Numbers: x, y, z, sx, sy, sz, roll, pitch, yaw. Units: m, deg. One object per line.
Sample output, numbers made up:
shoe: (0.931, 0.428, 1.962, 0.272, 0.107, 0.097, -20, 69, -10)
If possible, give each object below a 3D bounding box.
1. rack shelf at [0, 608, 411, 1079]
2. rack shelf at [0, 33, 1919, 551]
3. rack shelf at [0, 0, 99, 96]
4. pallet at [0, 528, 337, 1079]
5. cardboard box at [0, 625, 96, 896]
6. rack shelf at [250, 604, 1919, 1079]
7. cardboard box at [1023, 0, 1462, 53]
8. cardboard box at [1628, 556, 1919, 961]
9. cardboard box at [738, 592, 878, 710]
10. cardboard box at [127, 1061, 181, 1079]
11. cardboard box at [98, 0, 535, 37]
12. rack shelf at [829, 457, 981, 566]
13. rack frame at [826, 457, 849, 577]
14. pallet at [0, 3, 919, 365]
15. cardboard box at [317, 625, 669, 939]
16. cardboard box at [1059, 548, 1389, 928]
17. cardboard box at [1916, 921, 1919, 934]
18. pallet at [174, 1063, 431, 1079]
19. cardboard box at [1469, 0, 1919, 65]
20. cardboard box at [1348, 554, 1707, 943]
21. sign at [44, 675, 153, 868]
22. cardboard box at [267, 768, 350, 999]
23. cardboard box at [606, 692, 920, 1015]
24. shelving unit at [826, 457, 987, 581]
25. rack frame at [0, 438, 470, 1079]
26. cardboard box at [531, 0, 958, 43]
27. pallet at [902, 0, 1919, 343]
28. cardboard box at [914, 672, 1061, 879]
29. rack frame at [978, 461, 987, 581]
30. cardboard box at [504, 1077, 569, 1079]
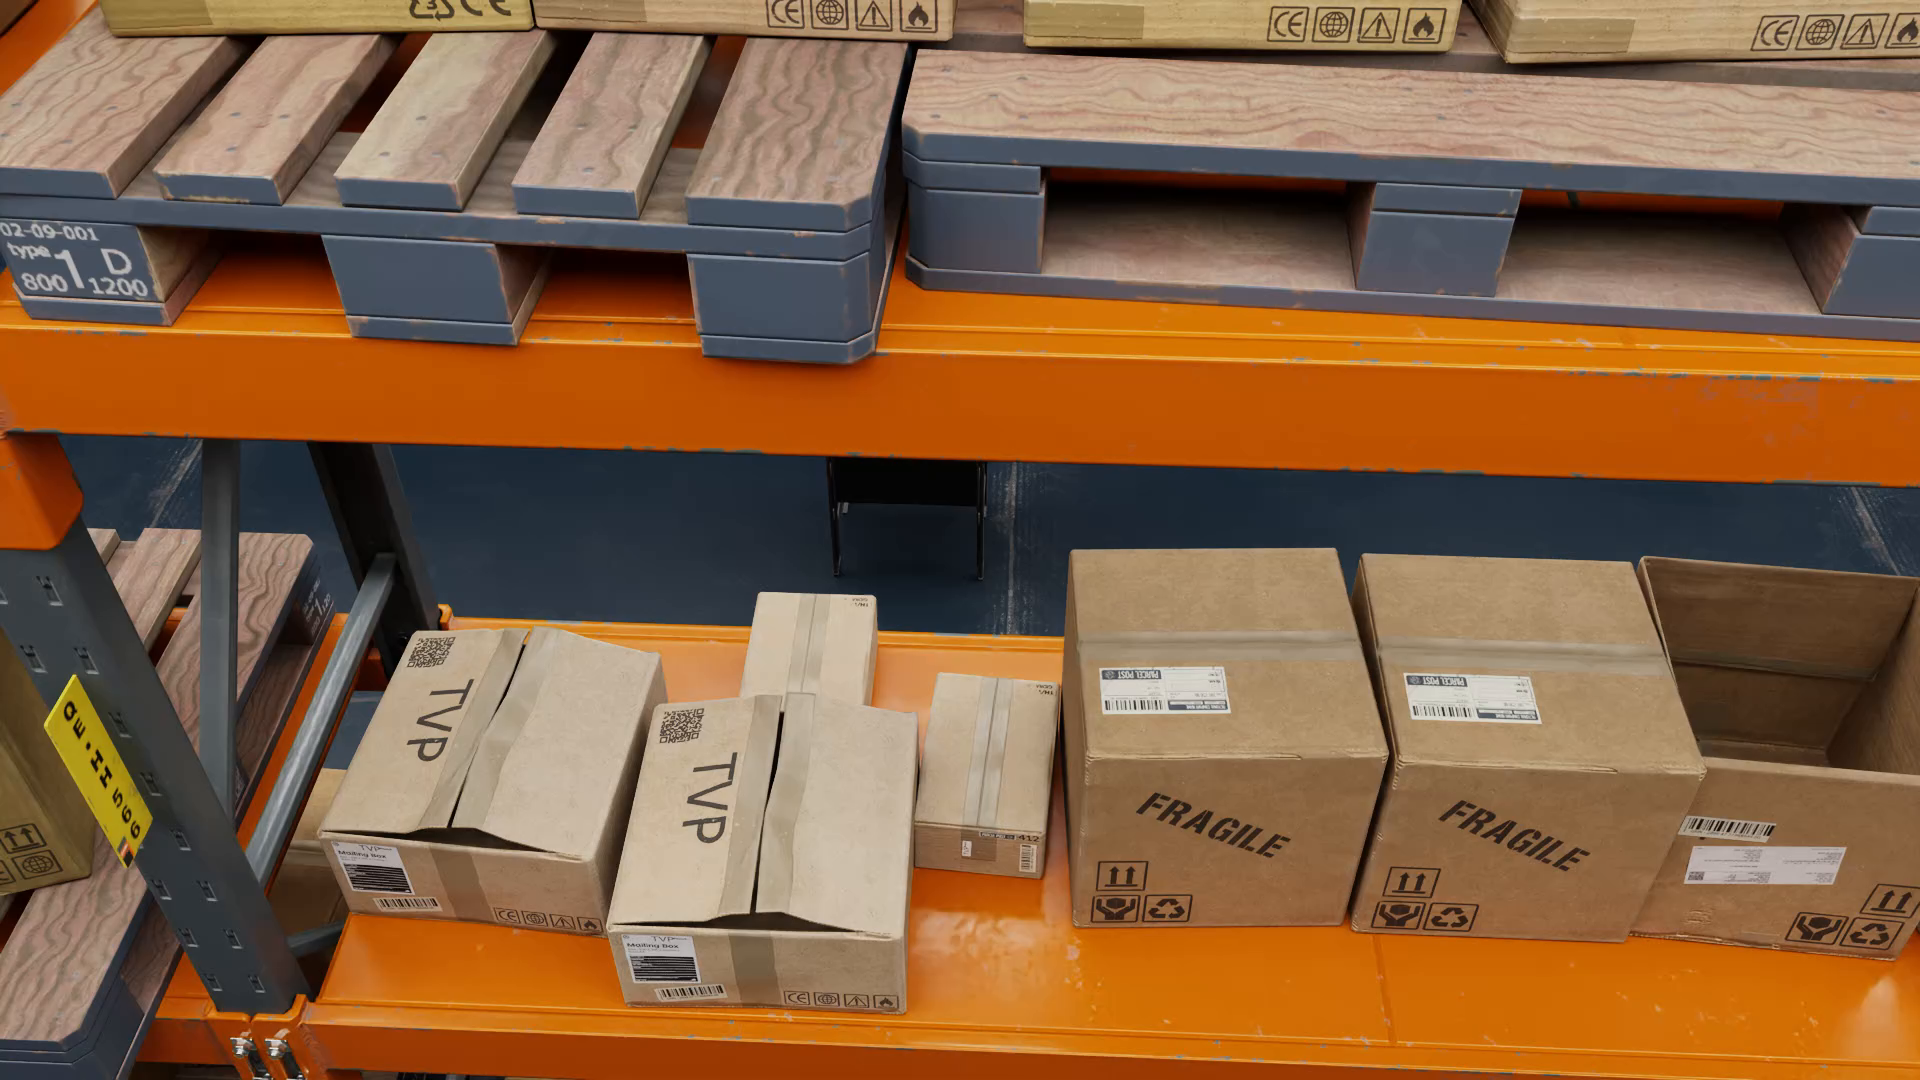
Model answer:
rack shelf: (-3.219, 0.563, 3.473, 4.000, 0.370, 1.077, 2, 43, 2)
rack shelf: (0.777, -0.412, 2.319, 4.000, 0.370, 1.077, 2, 43, 2)
rack shelf: (-3.219, -0.535, 2.450, 4.000, 0.370, 1.077, 2, 43, 2)
pallet: (-1.901, 0.458, 3.198, 1.003, 0.211, 1.213, 2, 43, 2)
cardboard box: (-1.855, 0.228, 2.923, 0.500, 0.500, 0.700, -12, 44, -12)
rack shelf: (0.777, 0.686, 3.341, 4.000, 0.370, 1.077, 2, 43, 2)
cardboard box: (0.330, -0.831, 2.042, 0.500, 0.250, 0.500, 1, 43, 1)
cardboard box: (1.482, 0.397, 3.050, 0.500, 0.500, 0.500, 5, 43, 5)
cardboard box: (-0.310, 0.293, 3.420, 0.250, 0.149, 0.380, 2, 43, 2)
cardboard box: (-2.166, 1.246, 3.723, 0.500, 0.500, 0.500, 3, 43, 4)
cardboard box: (-0.765, -0.860, 2.073, 0.500, 0.250, 0.500, -1, 43, -1)
rack shelf: (-0.165, -0.251, 5.526, 0.480, 0.518, 0.431, 2, 43, 2)
rack frame: (-0.409, -0.781, 5.048, 0.015, 2.100, 0.400, 2, 43, 2)
pallet: (-0.539, -0.707, 2.247, 1.003, 0.211, 1.213, 4, 43, 4)
cardboard box: (-0.860, 0.435, 3.148, 0.500, 0.311, 0.500, 4, 43, 5)
cardboard box: (0.456, 0.365, 3.084, 0.500, 0.500, 0.500, 0, 43, 0)
cardboard box: (1.888, 0.631, 2.970, 0.258, 0.266, 0.396, 1, 43, 1)
pallet: (-1.965, 1.333, 4.164, 1.213, 0.211, 1.003, 2, 43, 2)
cardboard box: (0.868, -0.813, 2.023, 0.500, 0.250, 0.500, -2, 43, -2)
cardboard box: (0.982, 0.381, 3.067, 0.500, 0.500, 0.500, 2, 43, 2)
sign: (-1.236, 0.336, 2.397, 0.005, 0.325, 0.100, 2, 43, 2)
cardboard box: (-1.663, 0.906, 4.088, 0.500, 0.500, 0.500, 3, 43, 4)
cardboard box: (-0.336, 0.553, 3.021, 0.500, 0.311, 0.500, 1, 43, 1)
shelving unit: (-0.165, -0.773, 5.040, 0.503, 2.100, 0.431, 2, 43, 2)
rack frame: (-1.221, 0.361, 3.162, 0.127, 3.000, 1.000, 2, 43, 2)
cardboard box: (-0.241, -0.856, 2.069, 0.500, 0.250, 0.500, 3, 43, 3)
pallet: (0.578, -0.675, 2.212, 1.213, 0.211, 1.003, 4, 43, 4)
cardboard box: (0.055, 0.454, 3.246, 0.250, 0.149, 0.380, 5, 43, 5)
rack frame: (0.078, -0.766, 5.032, 0.015, 2.100, 0.400, 2, 43, 2)
cardboard box: (-0.711, 1.224, 3.533, 0.500, 0.311, 0.500, 3, 43, 3)
